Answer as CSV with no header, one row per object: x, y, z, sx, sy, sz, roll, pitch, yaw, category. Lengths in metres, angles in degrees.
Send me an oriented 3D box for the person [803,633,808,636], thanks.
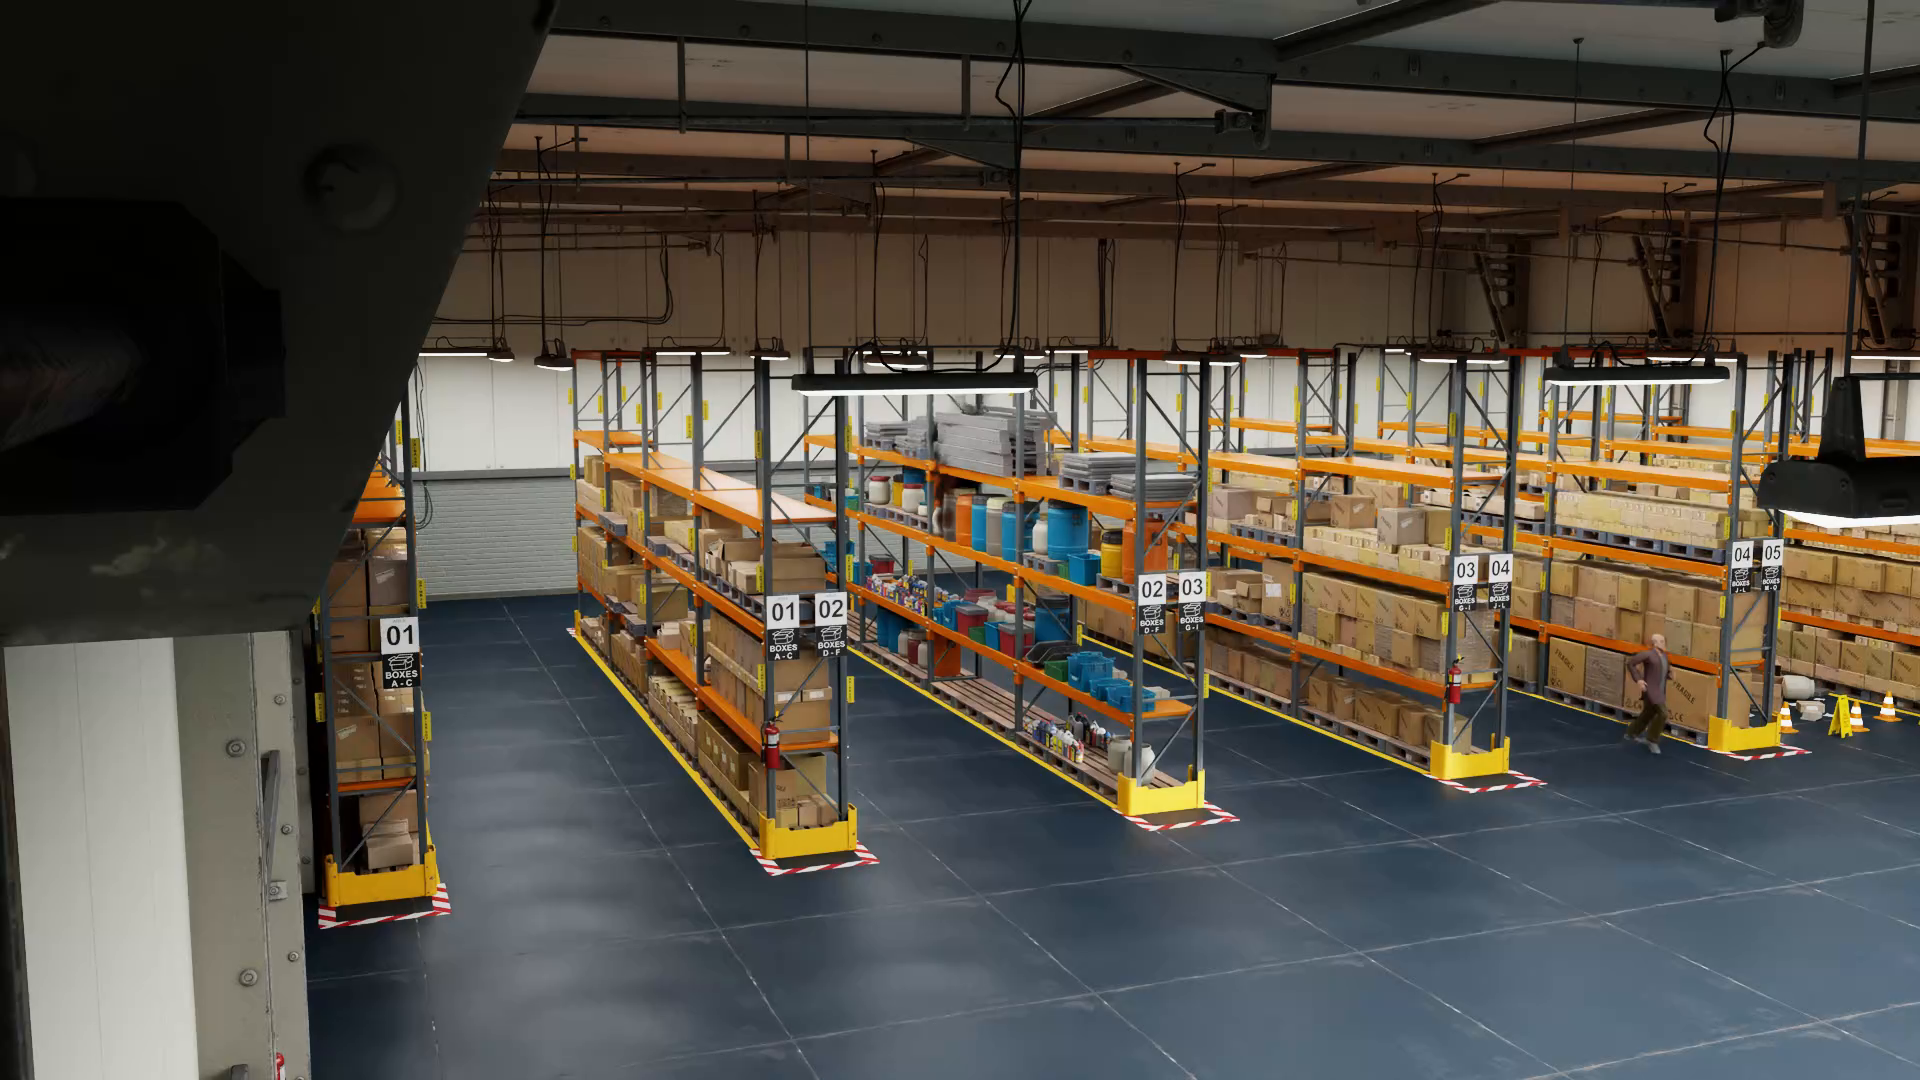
-2.987,1.512,30.074,0.604,1.841,0.809,-3,8,-25,person

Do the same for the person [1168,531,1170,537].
4.828,0.623,39.383,0.706,1.700,0.836,1,7,9,person

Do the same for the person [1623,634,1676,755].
10.535,2.340,25.319,0.681,1.824,0.759,-5,9,-37,person
